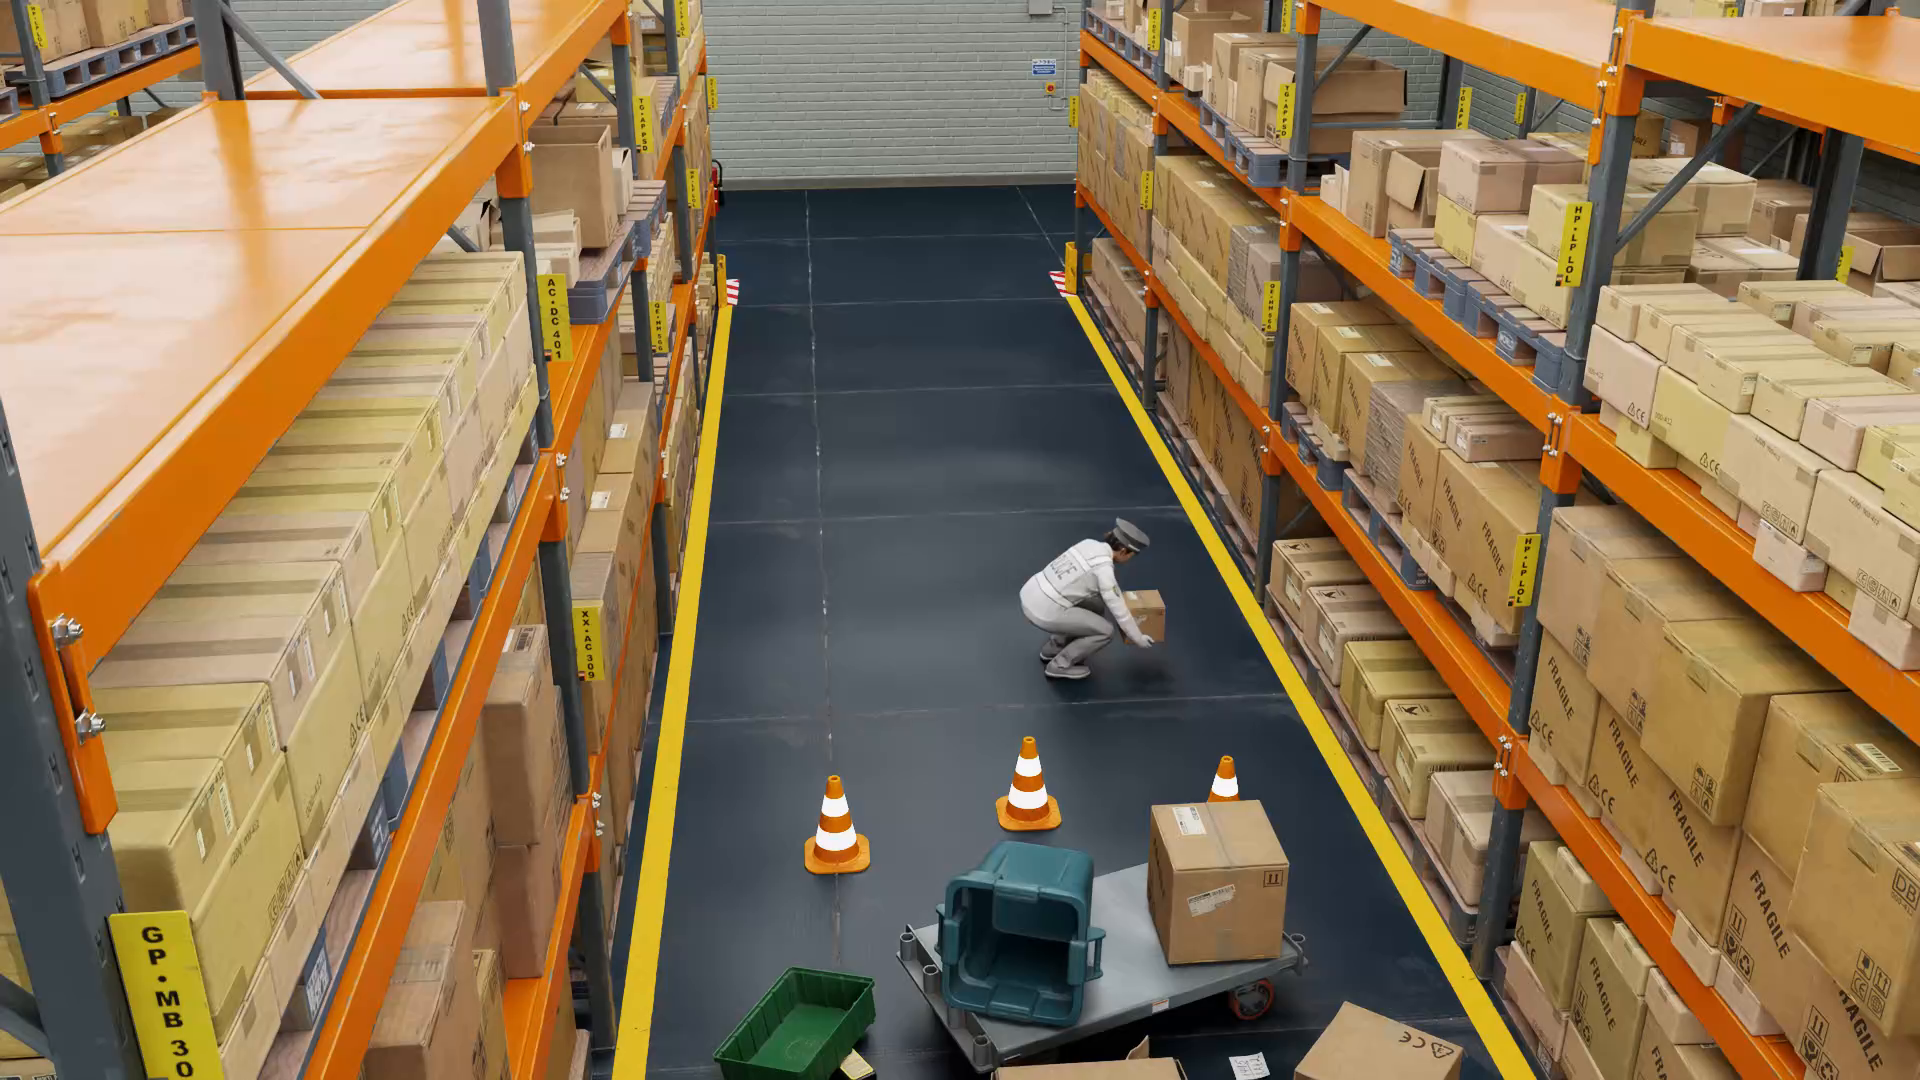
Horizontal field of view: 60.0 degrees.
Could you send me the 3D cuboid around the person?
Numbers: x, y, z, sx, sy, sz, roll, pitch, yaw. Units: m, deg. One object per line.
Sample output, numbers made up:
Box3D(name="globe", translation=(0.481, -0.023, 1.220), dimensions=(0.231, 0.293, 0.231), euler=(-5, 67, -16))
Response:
Box3D(name="person", translation=(0.787, 0.352, 10.382), dimensions=(0.826, 0.967, 0.492), euler=(-2, 24, -5))
